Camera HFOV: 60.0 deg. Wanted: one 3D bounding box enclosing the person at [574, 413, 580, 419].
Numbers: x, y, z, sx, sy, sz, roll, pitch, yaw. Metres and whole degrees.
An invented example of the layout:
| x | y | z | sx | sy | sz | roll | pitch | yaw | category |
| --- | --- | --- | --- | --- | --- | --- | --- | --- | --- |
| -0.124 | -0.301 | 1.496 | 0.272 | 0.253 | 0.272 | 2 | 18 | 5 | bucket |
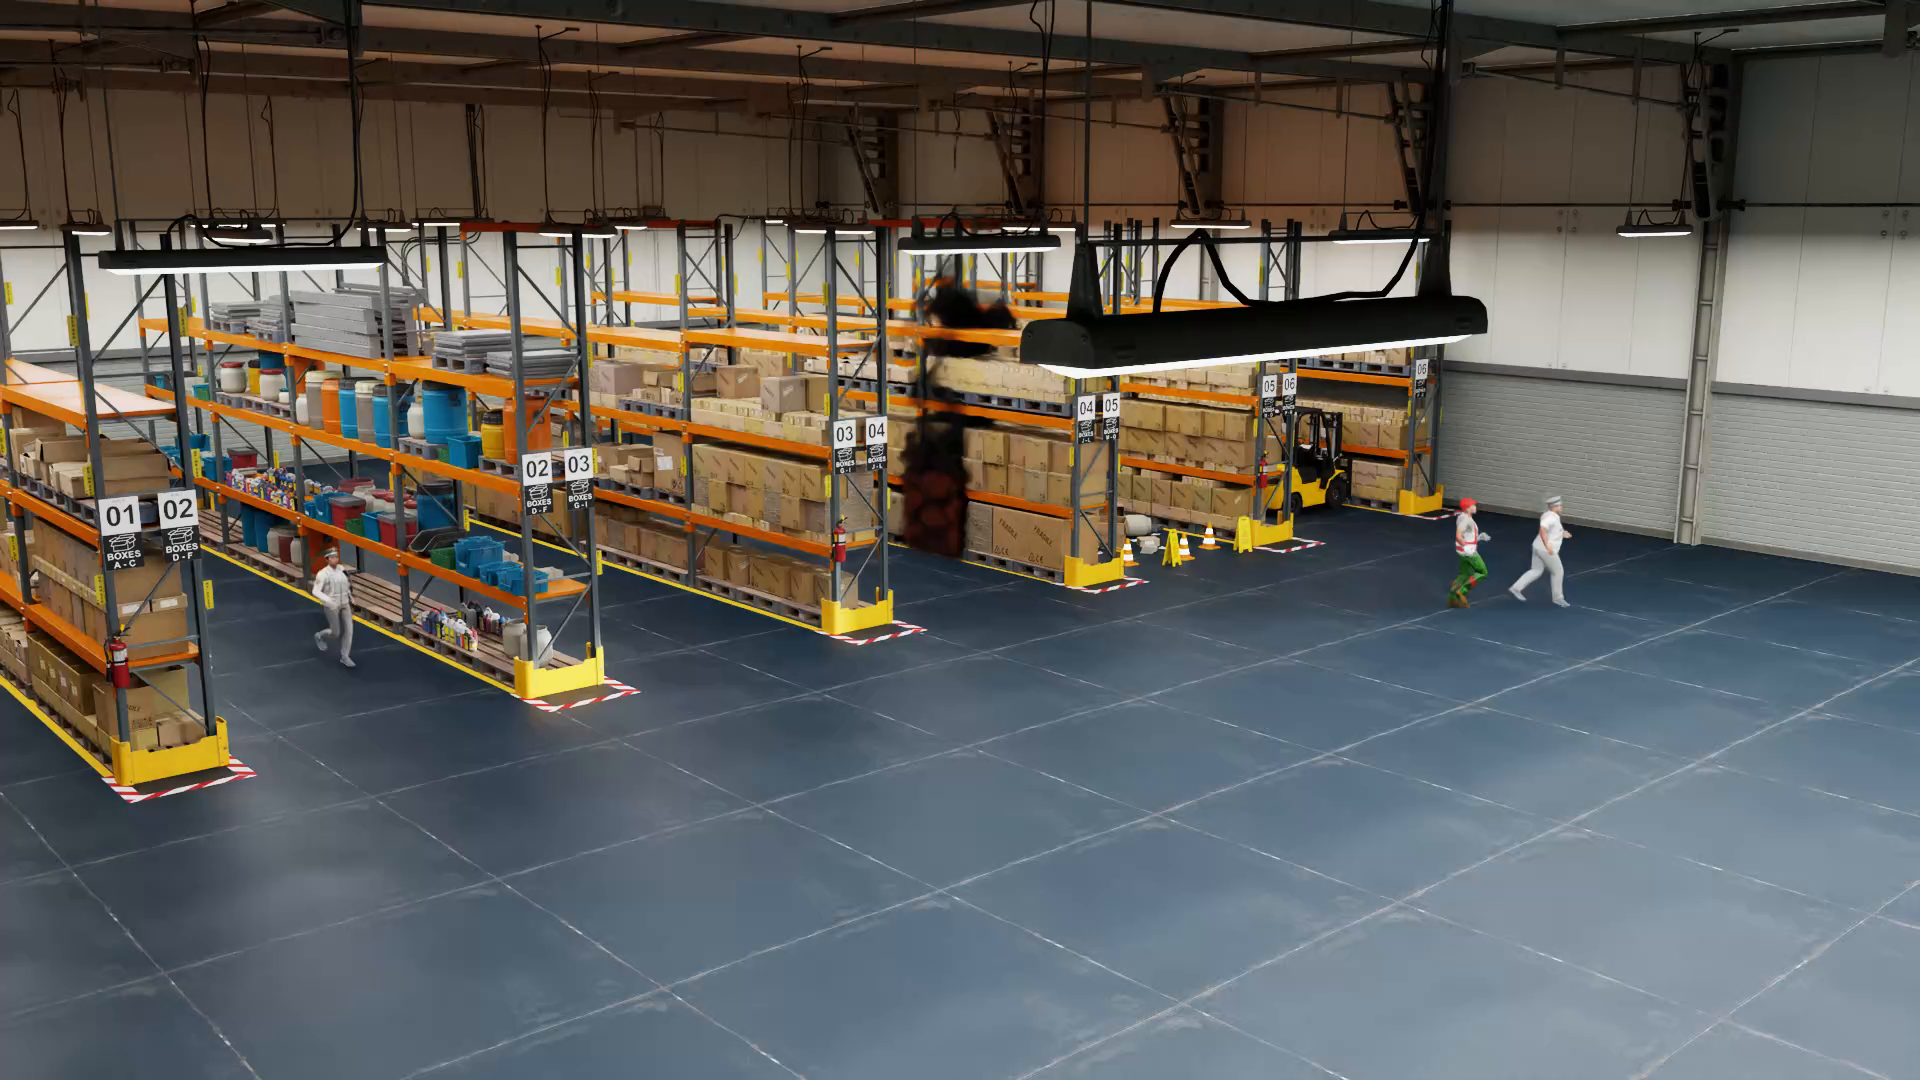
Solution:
| x | y | z | sx | sy | sz | roll | pitch | yaw | category |
| --- | --- | --- | --- | --- | --- | --- | --- | --- | --- |
| -8.863 | -2.068 | 38.060 | 0.647 | 1.702 | 0.788 | -9 | 14 | -36 | person |

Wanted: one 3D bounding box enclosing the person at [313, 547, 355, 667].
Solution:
| x | y | z | sx | sy | sz | roll | pitch | yaw | category |
| --- | --- | --- | --- | --- | --- | --- | --- | --- | --- |
| -8.733 | 0.909 | 23.224 | 0.747 | 1.682 | 0.617 | 8 | 14 | 35 | person |

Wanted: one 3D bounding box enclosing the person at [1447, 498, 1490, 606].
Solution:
| x | y | z | sx | sy | sz | roll | pitch | yaw | category |
| --- | --- | --- | --- | --- | --- | --- | --- | --- | --- |
| 8.104 | 0.191 | 26.402 | 0.637 | 1.742 | 0.650 | 0 | 11 | 2 | person |

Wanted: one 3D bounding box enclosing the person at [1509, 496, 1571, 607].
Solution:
| x | y | z | sx | sy | sz | roll | pitch | yaw | category |
| --- | --- | --- | --- | --- | --- | --- | --- | --- | --- |
| 9.307 | 0.186 | 26.521 | 0.967 | 1.792 | 0.612 | 0 | 11 | -2 | person |
